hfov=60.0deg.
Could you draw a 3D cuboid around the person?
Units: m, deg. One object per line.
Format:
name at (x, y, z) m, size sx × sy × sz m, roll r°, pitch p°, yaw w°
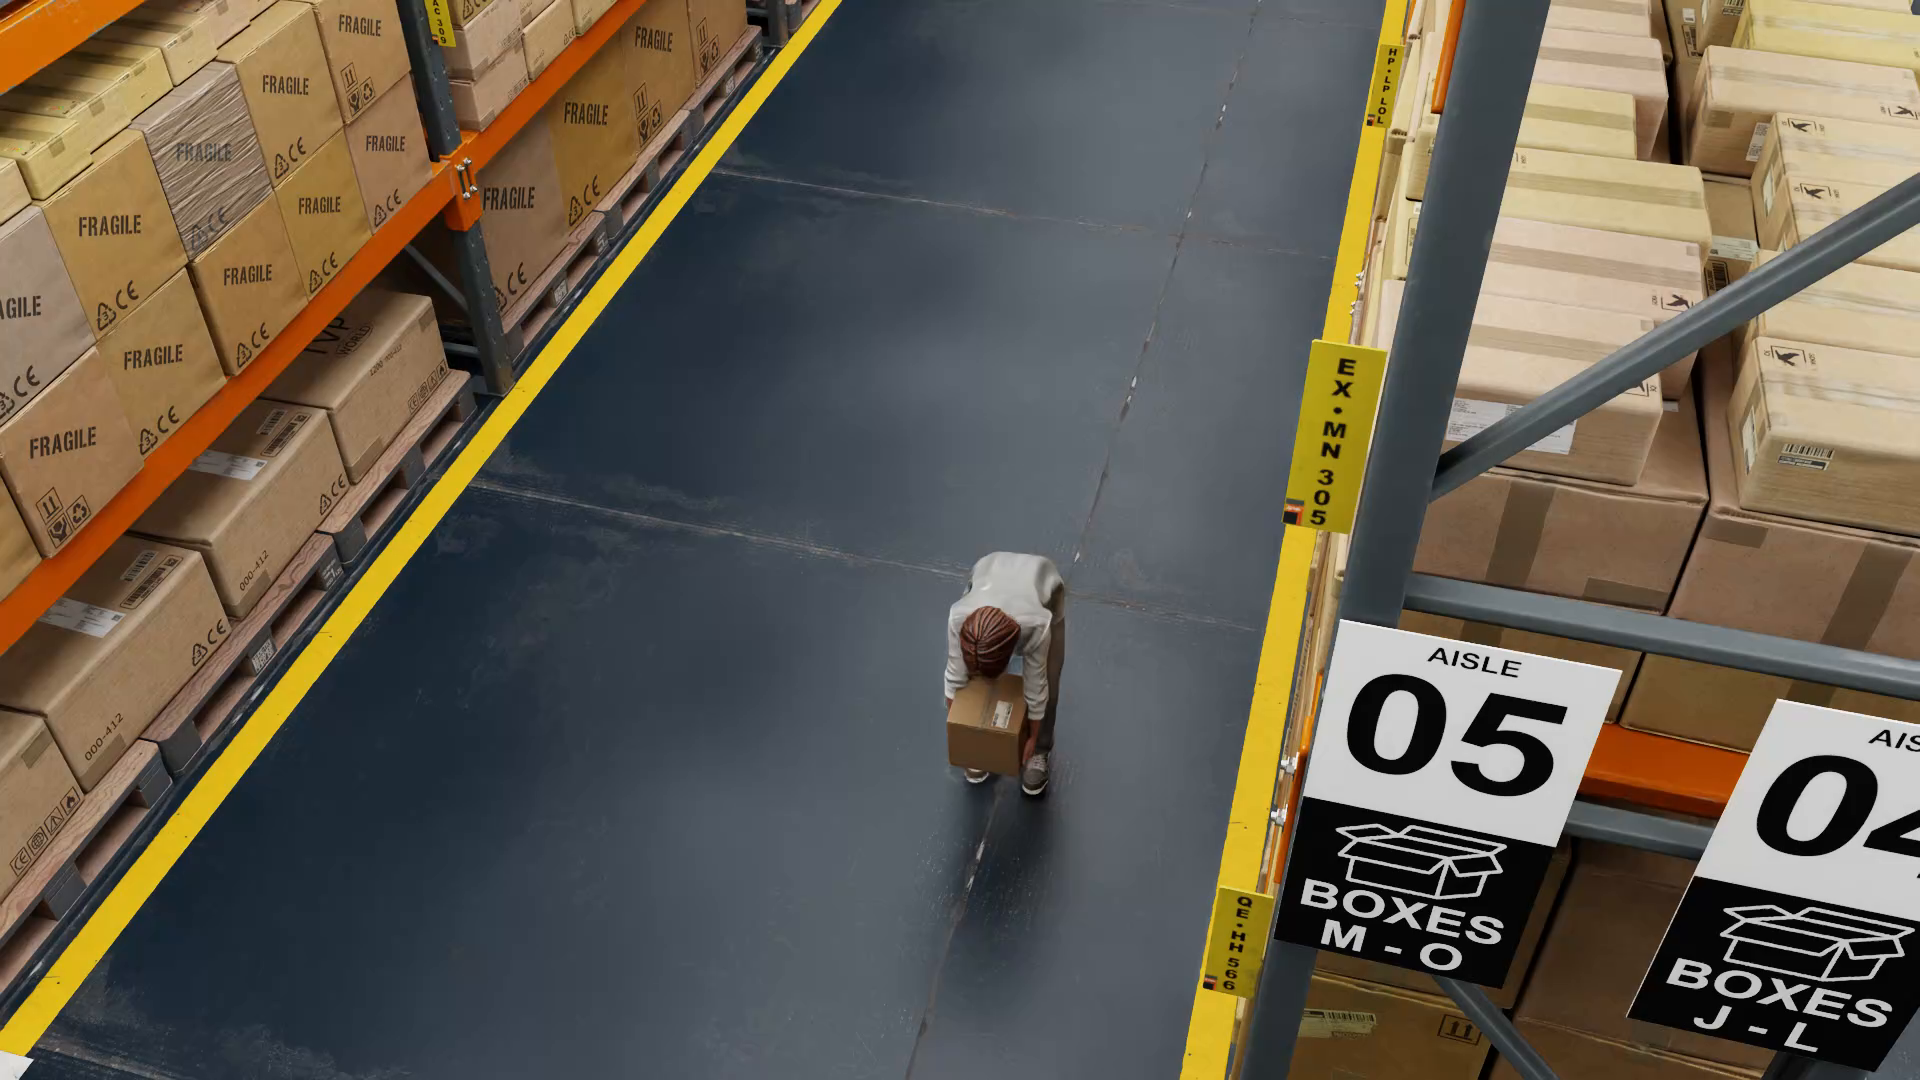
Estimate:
person at (0.145, 0.526, 5.846) m, size 0.380 × 1.240 × 0.810 m, roll 9°, pitch 42°, yaw 10°
